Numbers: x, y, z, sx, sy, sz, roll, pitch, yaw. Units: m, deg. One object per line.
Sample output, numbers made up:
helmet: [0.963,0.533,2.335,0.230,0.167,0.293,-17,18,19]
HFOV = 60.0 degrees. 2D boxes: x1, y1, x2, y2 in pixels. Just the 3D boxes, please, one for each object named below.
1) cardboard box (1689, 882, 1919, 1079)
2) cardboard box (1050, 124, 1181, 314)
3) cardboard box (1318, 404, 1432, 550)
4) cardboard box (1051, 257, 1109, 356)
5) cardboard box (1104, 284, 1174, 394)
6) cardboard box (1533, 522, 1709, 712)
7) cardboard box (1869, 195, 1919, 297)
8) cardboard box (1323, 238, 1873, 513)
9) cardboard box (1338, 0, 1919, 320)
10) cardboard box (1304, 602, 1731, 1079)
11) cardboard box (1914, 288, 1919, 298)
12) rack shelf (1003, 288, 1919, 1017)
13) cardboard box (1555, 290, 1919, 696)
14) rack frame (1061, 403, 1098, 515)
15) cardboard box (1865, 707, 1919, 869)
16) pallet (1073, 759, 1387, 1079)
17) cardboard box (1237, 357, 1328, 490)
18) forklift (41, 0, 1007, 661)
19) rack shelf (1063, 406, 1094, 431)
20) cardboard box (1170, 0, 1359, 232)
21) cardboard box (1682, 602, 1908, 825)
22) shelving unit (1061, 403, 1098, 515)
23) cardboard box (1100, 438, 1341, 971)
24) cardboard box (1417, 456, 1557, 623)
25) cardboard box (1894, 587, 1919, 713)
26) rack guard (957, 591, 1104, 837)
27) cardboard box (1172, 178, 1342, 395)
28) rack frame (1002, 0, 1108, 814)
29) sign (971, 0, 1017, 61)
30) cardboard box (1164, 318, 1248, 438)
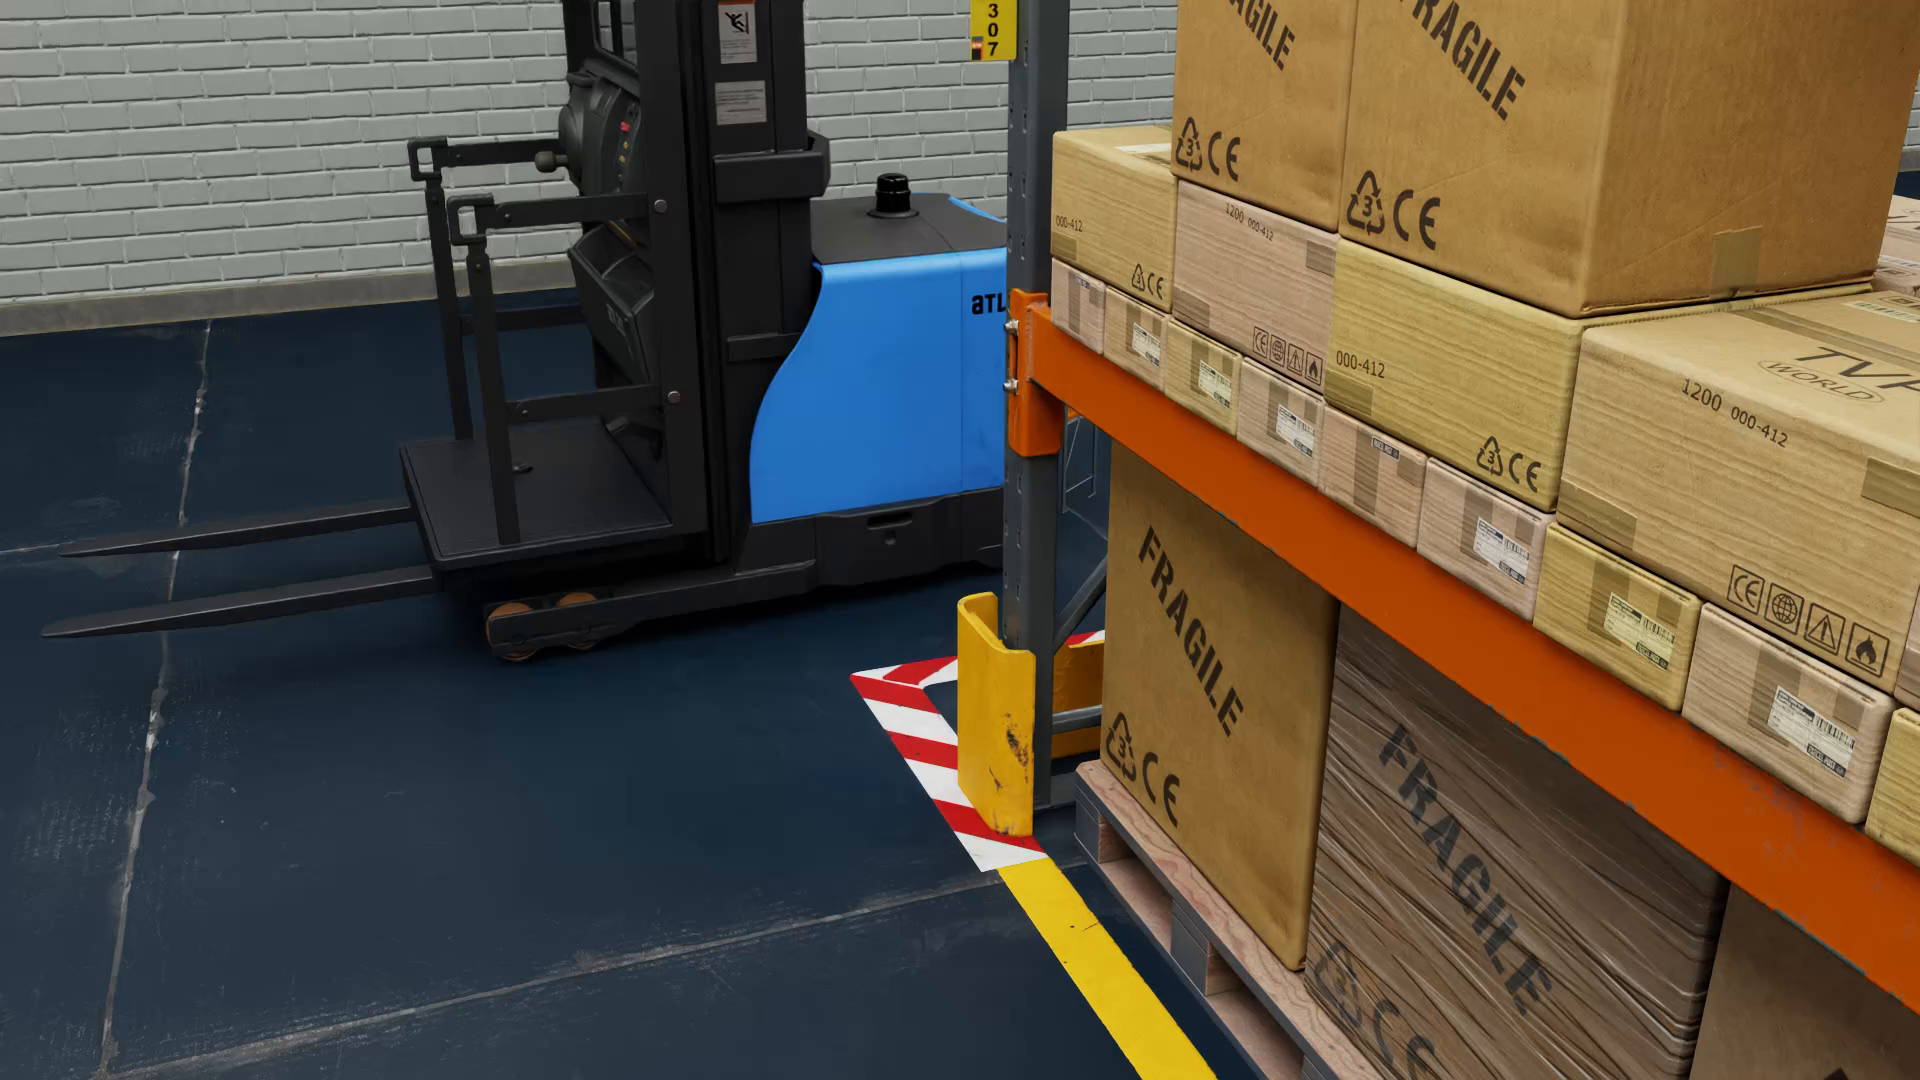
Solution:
cardboard box: [1.528,0.875,2.008,0.875,0.875,0.875,-8,24,-19]
cardboard box: [0.508,-0.643,3.224,0.500,0.250,0.500,-9,24,-20]
cardboard box: [0.772,-0.123,2.504,0.380,0.149,0.250,-9,24,-20]
cardboard box: [0.407,-0.496,3.389,0.380,0.149,0.250,-8,24,-18]
cardboard box: [0.499,-0.403,3.169,0.380,0.149,0.250,-9,24,-20]
cardboard box: [0.952,0.062,2.064,0.380,0.149,0.250,-9,24,-20]
cardboard box: [1.369,-0.345,2.518,0.500,0.250,0.500,-9,25,-21]
cardboard box: [0.872,-0.272,2.343,0.500,0.250,0.500,-9,25,-21]
cardboard box: [0.873,-0.619,2.202,0.500,0.500,0.500,-9,24,-20]
cardboard box: [1.213,0.551,2.775,0.875,0.875,0.875,-8,24,-19]
cardboard box: [1.557,-0.157,2.070,0.500,0.250,0.500,-8,24,-19]
rack shelf: [1.297,0.272,2.169,1.077,0.370,4.000,-8,24,-19]
cardboard box: [1.061,-0.083,1.895,0.500,0.250,0.500,-9,24,-20]
rack frame: [0.432,-0.683,5.825,0.006,1.200,0.240,15,27,31]
cardboard box: [1.135,0.250,1.618,0.380,0.149,0.250,-9,24,-20]
pallet: [0.946,0.778,3.632,1.003,0.211,1.213,-8,24,-19]
cardboard box: [0.683,-0.216,2.723,0.380,0.149,0.250,-9,24,-20]
forklift: [-1.247,-1.228,4.889,3.031,2.935,1.130,-9,25,-21]
rack shelf: [0.356,-0.440,5.982,0.180,0.103,0.258,15,27,31]
cardboard box: [0.684,-0.807,2.647,0.500,0.500,0.500,-9,24,-20]
cardboard box: [1.046,0.157,1.838,0.380,0.149,0.250,-8,24,-18]
shelving unit: [0.356,-0.702,5.872,0.189,1.200,0.258,15,27,31]
cardboard box: [0.892,0.221,3.559,0.875,0.875,0.875,-8,24,-19]
cardboard box: [0.864,-0.030,2.282,0.380,0.149,0.250,-9,24,-20]
cardboard box: [1.237,0.101,1.457,0.500,0.250,0.500,-8,24,-18]
rack guard: [0.582,0.357,4.260,1.175,0.500,0.348,-8,24,-19]
cardboard box: [0.698,-0.455,2.778,0.500,0.250,0.500,-9,24,-20]
rack frame: [0.591,-0.786,3.754,1.000,3.000,0.127,-8,24,-19]
sign: [0.069,-1.148,3.395,0.100,0.325,0.005,-8,24,-19]
cardboard box: [0.590,-0.310,2.948,0.380,0.149,0.250,-9,24,-20]
